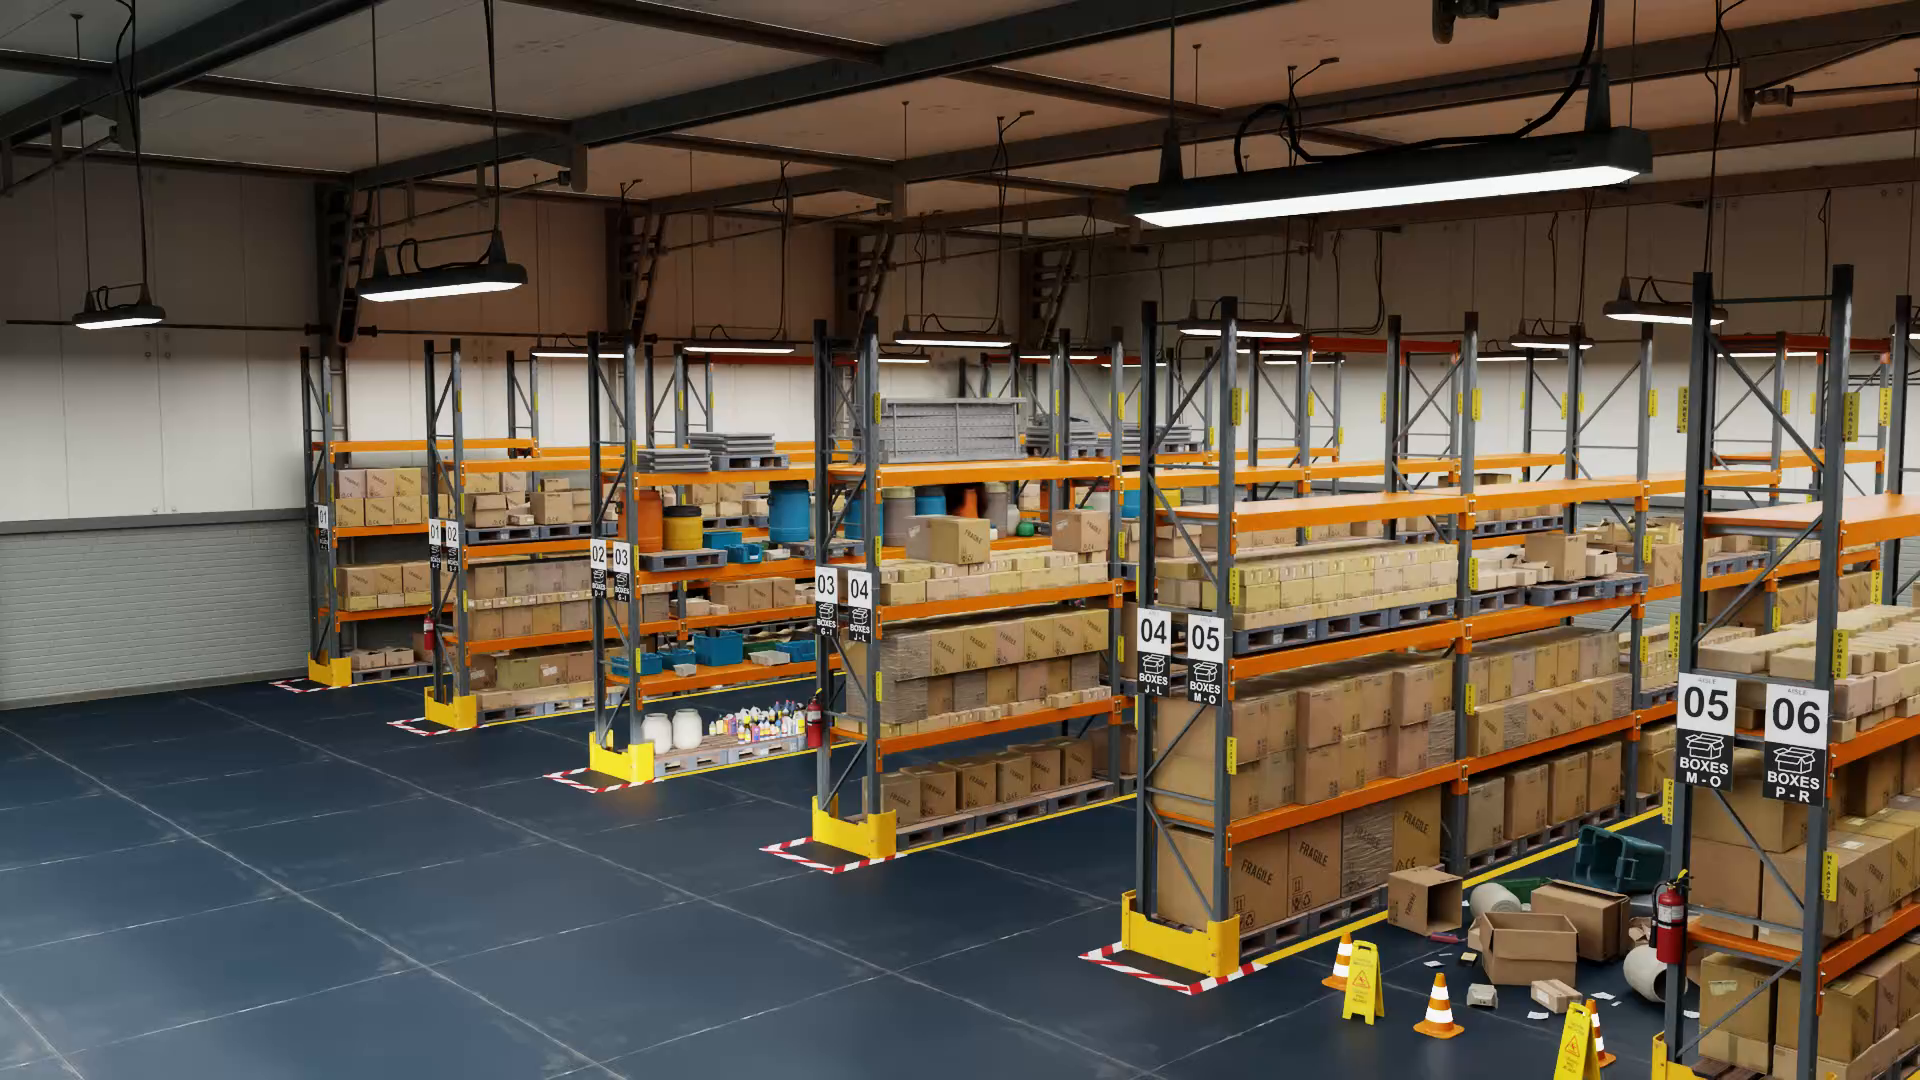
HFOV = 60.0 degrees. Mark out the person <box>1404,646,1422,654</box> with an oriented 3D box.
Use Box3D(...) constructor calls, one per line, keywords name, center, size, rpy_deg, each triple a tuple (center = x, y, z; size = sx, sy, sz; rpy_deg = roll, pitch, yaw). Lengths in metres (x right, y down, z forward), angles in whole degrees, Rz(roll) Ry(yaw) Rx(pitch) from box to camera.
Box3D(name="person", center=(6.125, 2.309, 22.532), size=(0.688, 1.787, 0.817), rpy_deg=(3, 6, 33))
